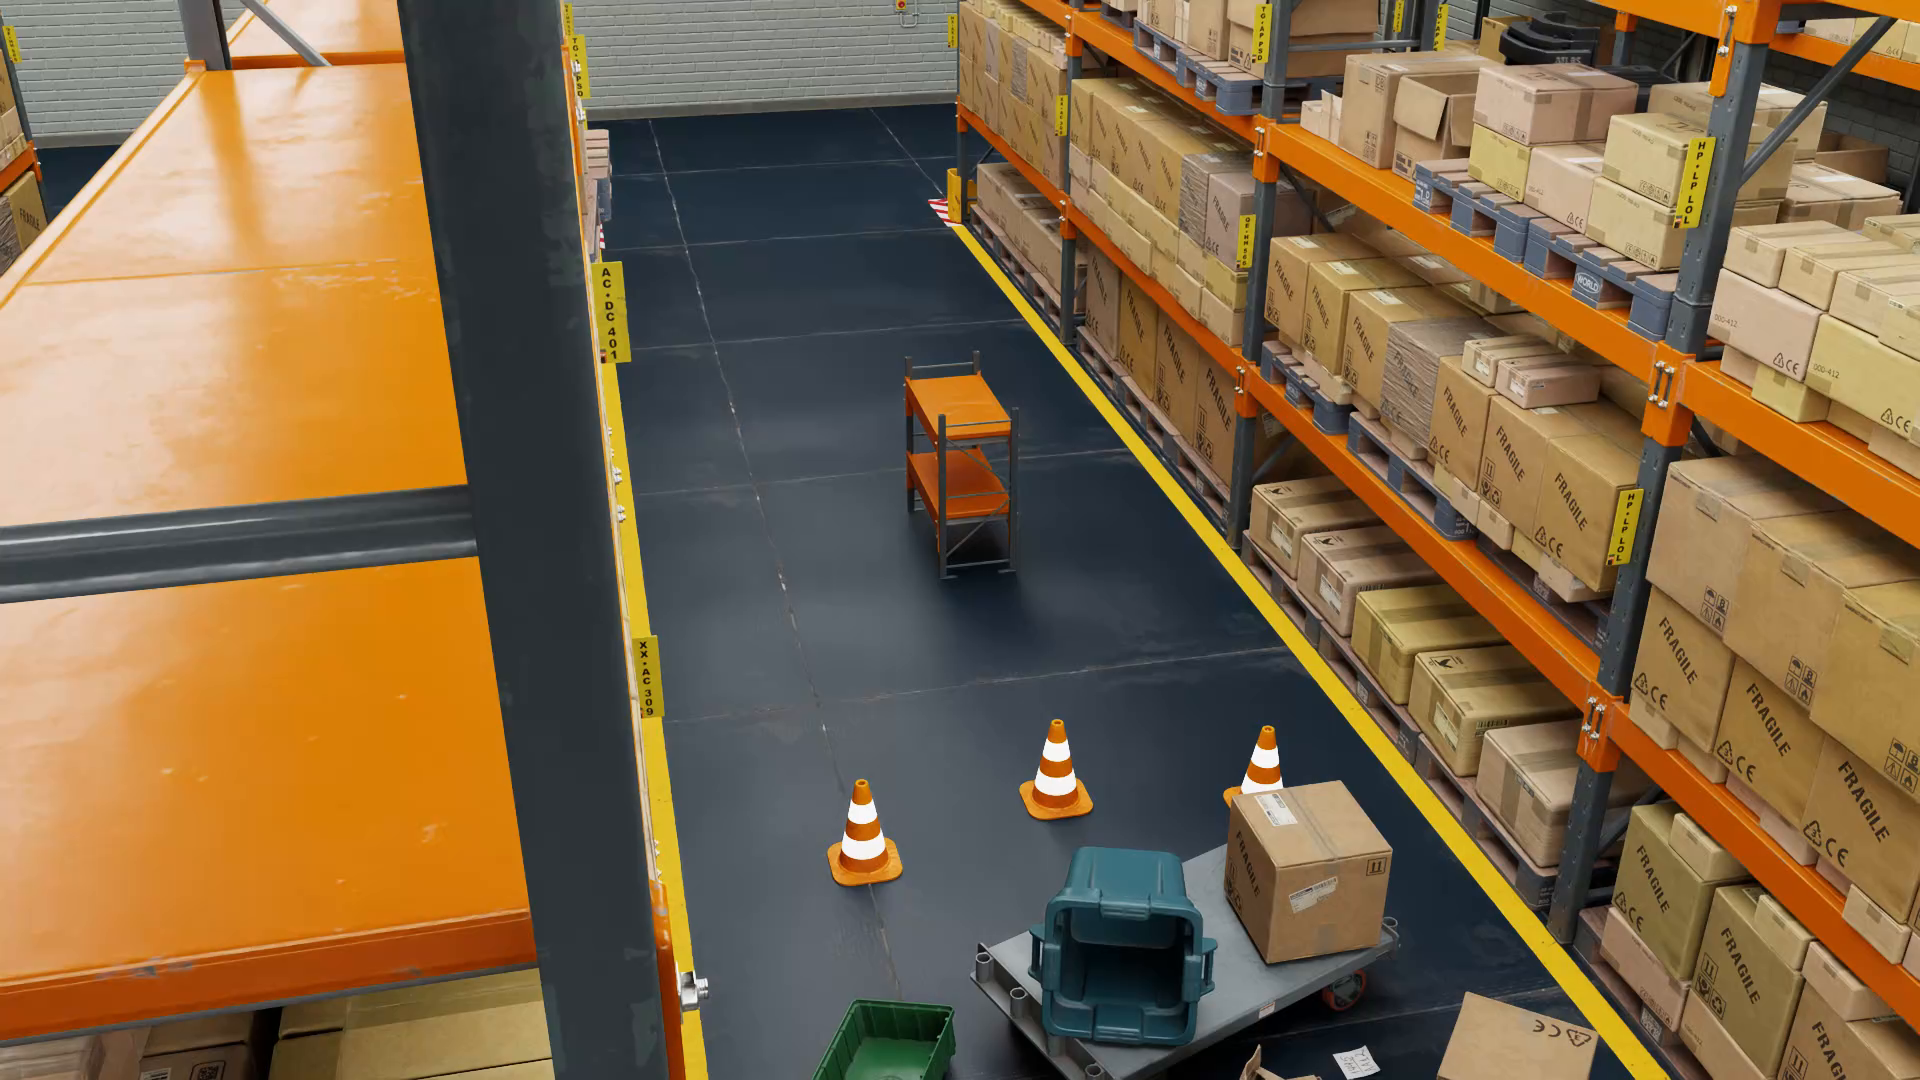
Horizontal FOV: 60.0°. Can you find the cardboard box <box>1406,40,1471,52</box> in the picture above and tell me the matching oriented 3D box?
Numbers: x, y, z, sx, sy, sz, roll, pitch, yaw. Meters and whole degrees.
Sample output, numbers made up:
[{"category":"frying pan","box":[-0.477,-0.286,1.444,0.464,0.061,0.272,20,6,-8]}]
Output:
[{"category":"cardboard box","box":[5.142,-5.203,17.912,0.500,0.250,0.500,-6,27,-11]}]

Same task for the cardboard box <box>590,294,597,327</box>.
[{"category":"cardboard box","box":[-1.123,-0.509,4.263,0.380,0.149,0.250,-6,27,-12]}]

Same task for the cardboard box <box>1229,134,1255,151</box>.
[{"category":"cardboard box","box":[2.174,-2.524,11.547,0.500,0.500,0.500,-5,27,-10]}]

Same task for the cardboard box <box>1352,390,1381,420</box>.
[{"category":"cardboard box","box":[2.382,-0.787,9.139,0.380,0.149,0.250,-4,27,-9]}]

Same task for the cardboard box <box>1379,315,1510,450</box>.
[{"category":"cardboard box","box":[2.502,-0.809,8.463,0.500,0.500,0.500,-7,28,-14]}]

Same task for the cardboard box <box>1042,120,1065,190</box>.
[{"category":"cardboard box","box":[1.015,-3.324,14.243,0.500,0.500,0.500,-6,27,-11]}]

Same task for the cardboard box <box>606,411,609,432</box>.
[{"category":"cardboard box","box":[-1.178,-0.264,4.663,0.380,0.149,0.250,-6,27,-11]}]

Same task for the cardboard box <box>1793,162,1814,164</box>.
[{"category":"cardboard box","box":[3.315,-1.569,7.248,0.500,0.250,0.500,-6,27,-12]}]

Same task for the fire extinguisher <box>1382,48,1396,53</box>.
[{"category":"fire extinguisher","box":[4.819,-5.180,18.531,0.296,0.674,0.183,-6,27,-12]}]

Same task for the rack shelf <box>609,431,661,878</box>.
[{"category":"rack shelf","box":[-2.079,0.400,7.773,1.077,0.370,4.000,-6,27,-12]}]

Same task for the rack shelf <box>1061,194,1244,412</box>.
[{"category":"rack shelf","box":[1.819,-1.903,12.336,1.077,0.370,4.000,-6,27,-12]}]

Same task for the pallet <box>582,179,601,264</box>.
[{"category":"pallet","box":[-2.078,-1.286,7.196,1.003,0.211,1.213,-5,27,-9]}]

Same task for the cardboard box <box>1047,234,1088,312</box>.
[{"category":"cardboard box","box":[1.332,-2.432,14.964,0.875,0.438,0.875,-6,27,-12]}]

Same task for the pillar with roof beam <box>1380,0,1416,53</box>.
[{"category":"pillar with roof beam","box":[1.378,-8.880,18.703,9.100,9.000,0.400,-6,27,-12]}]

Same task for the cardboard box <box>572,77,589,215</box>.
[{"category":"cardboard box","box":[-1.865,-1.680,7.079,0.500,0.500,0.500,-6,27,-12]}]

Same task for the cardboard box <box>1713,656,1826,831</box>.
[{"category":"cardboard box","box":[3.135,0.672,5.995,0.500,0.500,0.500,-6,27,-12]}]

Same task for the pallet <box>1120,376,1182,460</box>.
[{"category":"pallet","box":[1.894,-0.989,12.822,1.003,0.211,1.213,-6,27,-12]}]

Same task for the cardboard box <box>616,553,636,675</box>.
[{"category":"cardboard box","box":[-0.778,0.161,2.936,0.380,0.149,0.250,-6,27,-12]}]

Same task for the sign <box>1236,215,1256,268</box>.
[{"category":"sign","box":[1.730,-1.805,10.059,0.100,0.325,0.005,-6,27,-12]}]

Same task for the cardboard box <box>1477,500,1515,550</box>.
[{"category":"cardboard box","box":[2.651,-0.090,7.759,0.380,0.149,0.250,-6,27,-12]}]

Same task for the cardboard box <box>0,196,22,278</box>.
[{"category":"cardboard box","box":[-8.761,-2.418,14.451,0.875,0.875,0.875,-6,27,-12]}]

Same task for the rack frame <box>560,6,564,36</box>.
[{"category":"rack frame","box":[-2.530,-3.477,7.999,1.000,3.000,0.127,-6,27,-12]}]

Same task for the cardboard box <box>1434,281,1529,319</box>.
[{"category":"cardboard box","box":[2.885,-1.092,9.024,0.500,0.500,0.500,-8,28,-15]}]

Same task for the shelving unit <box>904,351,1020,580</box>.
[{"category":"shelving unit","box":[-0.002,-0.505,10.849,0.538,1.125,1.048,-6,27,-12]}]

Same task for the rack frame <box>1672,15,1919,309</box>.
[{"category":"rack frame","box":[3.171,-2.268,5.603,1.000,3.000,0.127,-6,27,-12]}]

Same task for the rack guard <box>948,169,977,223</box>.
[{"category":"rack guard","box":[0.462,-3.753,17.976,1.175,0.500,0.348,-6,27,-12]}]

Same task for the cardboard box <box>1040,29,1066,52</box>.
[{"category":"cardboard box","box":[0.914,-4.332,14.410,0.380,0.149,0.250,-6,27,-12]}]

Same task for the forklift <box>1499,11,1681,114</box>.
[{"category":"forklift","box":[4.851,-2.479,12.755,3.031,2.935,1.130,-1,27,-2]}]

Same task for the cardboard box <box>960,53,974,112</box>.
[{"category":"cardboard box","box":[0.296,-4.663,16.895,0.500,0.500,0.500,-6,27,-12]}]

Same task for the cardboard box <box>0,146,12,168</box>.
[{"category":"cardboard box","box":[-8.671,-3.392,14.766,0.380,0.149,0.250,-6,27,-11]}]

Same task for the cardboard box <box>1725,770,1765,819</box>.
[{"category":"cardboard box","box":[3.127,0.912,6.239,0.380,0.149,0.250,-6,27,-12]}]

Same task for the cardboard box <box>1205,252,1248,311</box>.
[{"category":"cardboard box","box":[1.913,-1.689,10.726,0.500,0.250,0.500,-6,27,-12]}]

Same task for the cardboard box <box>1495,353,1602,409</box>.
[{"category":"cardboard box","box":[2.679,-0.725,7.578,0.380,0.149,0.250,-7,28,-13]}]

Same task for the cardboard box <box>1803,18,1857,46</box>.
[{"category":"cardboard box","box":[6.526,-3.765,12.064,0.500,0.250,0.500,-6,27,-12]}]

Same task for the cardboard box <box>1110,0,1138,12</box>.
[{"category":"cardboard box","box":[1.313,-3.933,12.024,0.380,0.166,0.250,-8,28,-15]}]

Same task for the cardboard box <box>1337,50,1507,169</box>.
[{"category":"cardboard box","box":[2.474,-2.313,8.909,0.700,0.500,0.500,-6,27,-12]}]

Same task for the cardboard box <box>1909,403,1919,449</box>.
[{"category":"cardboard box","box":[3.229,-0.327,4.923,0.500,0.250,0.500,-6,27,-11]}]

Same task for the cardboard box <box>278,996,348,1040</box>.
[{"category":"cardboard box","box":[-0.701,0.615,2.479,0.500,0.250,0.500,-6,27,-12]}]

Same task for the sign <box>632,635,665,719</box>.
[{"category":"sign","box":[-1.088,0.478,5.771,0.100,0.325,0.005,-6,27,-12]}]

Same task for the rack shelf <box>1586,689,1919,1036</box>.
[{"category":"rack shelf","box":[3.622,1.609,5.378,1.077,0.370,4.000,-6,27,-12]}]

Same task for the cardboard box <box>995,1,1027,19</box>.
[{"category":"cardboard box","box":[0.540,-4.997,15.728,0.380,0.149,0.250,-6,27,-11]}]

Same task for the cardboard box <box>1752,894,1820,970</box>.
[{"category":"cardboard box","box":[3.129,1.399,6.030,0.380,0.149,0.250,-5,27,-10]}]

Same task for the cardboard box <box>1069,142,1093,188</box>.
[{"category":"cardboard box","box":[1.193,-3.036,13.395,0.500,0.250,0.500,-7,28,-13]}]

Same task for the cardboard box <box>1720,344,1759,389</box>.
[{"category":"cardboard box","box":[3.001,-0.653,6.012,0.380,0.149,0.250,-6,27,-12]}]

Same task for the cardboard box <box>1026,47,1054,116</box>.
[{"category":"cardboard box","box":[0.887,-3.996,14.463,0.500,0.500,0.500,-6,27,-12]}]

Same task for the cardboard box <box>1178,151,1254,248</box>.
[{"category":"cardboard box","box":[1.775,-2.262,11.028,0.500,0.500,0.500,-5,27,-11]}]

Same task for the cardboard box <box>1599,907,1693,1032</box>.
[{"category":"cardboard box","box":[3.041,1.736,6.913,0.500,0.250,0.500,-7,28,-14]}]

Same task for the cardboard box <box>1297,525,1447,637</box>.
[{"category":"cardboard box","box":[2.562,0.212,9.798,0.950,0.372,0.625,-6,27,-13]}]

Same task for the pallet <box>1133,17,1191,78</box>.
[{"category":"pallet","box":[1.818,-3.369,11.322,1.003,0.211,1.213,-5,27,-9]}]

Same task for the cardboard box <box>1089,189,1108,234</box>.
[{"category":"cardboard box","box":[1.329,-2.588,13.061,0.500,0.250,0.500,-7,28,-13]}]

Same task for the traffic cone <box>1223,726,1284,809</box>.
[{"category":"traffic cone","box":[1.528,1.140,8.324,0.336,0.463,0.334,-6,27,-12]}]

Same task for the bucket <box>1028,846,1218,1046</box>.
[{"category":"bucket","box":[0.648,1.565,6.612,0.726,0.611,0.620,3,17,6]}]
